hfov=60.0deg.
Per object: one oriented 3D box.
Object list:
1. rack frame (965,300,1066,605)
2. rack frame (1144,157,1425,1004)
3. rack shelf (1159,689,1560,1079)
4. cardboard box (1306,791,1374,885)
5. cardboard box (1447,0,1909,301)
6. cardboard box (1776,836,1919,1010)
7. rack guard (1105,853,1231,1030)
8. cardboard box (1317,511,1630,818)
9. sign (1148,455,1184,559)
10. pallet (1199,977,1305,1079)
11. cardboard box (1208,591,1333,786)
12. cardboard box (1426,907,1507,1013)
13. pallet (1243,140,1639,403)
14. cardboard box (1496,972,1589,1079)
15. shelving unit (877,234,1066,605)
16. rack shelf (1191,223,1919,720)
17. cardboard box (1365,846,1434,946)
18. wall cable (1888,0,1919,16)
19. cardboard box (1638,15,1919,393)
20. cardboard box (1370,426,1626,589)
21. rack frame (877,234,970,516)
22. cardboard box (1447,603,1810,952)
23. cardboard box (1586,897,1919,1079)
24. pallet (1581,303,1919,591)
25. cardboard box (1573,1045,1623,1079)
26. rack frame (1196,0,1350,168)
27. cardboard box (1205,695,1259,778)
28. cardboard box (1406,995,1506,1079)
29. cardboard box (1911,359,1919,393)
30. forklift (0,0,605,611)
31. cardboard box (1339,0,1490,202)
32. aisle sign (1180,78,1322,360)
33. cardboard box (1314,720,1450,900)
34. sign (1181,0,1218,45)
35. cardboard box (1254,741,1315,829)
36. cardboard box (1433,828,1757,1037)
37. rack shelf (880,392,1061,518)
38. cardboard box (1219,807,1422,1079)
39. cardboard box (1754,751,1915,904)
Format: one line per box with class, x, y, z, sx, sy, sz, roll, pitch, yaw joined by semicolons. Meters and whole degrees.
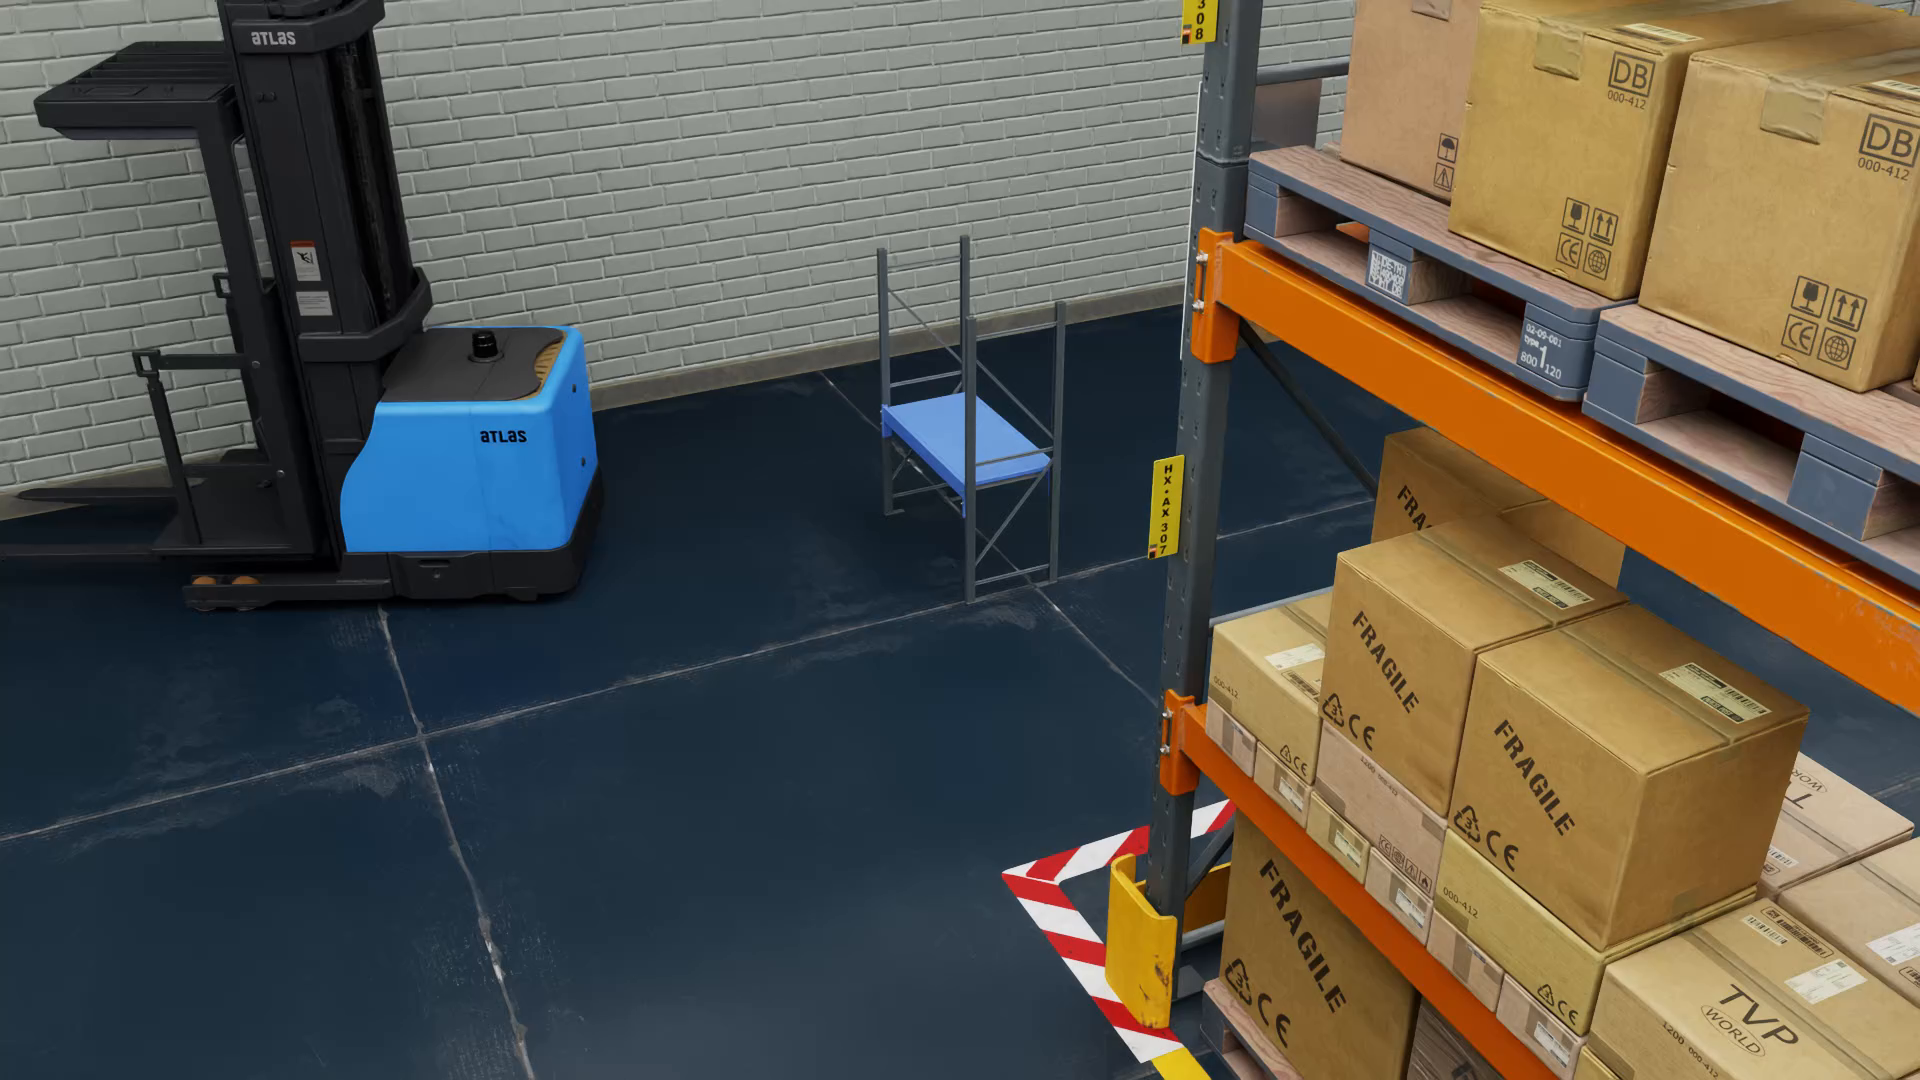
rack frame;0.255;-0.392;7.916;0.500;1.500;0.032;-13;32;-22
rack frame;1.109;0.204;5.320;1.000;3.000;0.127;-13;32;-22
rack shelf;1.968;1.401;3.920;1.077;0.370;4.000;-13;32;-22
cardboard box;1.185;0.765;4.575;0.380;0.149;0.250;-14;32;-23
cardboard box;1.513;-0.883;3.557;0.700;0.500;0.500;-14;32;-24
cardboard box;2.220;0.976;3.792;0.500;0.250;0.500;-13;32;-22
rack guard;1.099;1.283;5.950;1.175;0.500;0.348;-13;32;-22
cardboard box;1.286;0.302;4.227;0.500;0.500;0.500;-14;32;-23
sign;0.605;-0.095;4.886;0.100;0.325;0.005;-13;32;-22
pallet;1.523;1.757;5.401;1.003;0.211;1.213;-13;32;-22
cardboard box;1.071;0.408;4.805;0.500;0.250;0.500;-14;32;-23
cardboard box;1.406;0.993;4.169;0.380;0.149;0.250;-14;32;-23
pallet;1.437;-0.740;4.027;1.003;0.211;1.213;-13;32;-22
cardboard box;1.518;1.107;3.966;0.380;0.149;0.250;-13;32;-23
shelving unit;0.037;-0.616;8.316;0.538;1.500;1.048;-13;32;-22
rack shelf;1.968;0.093;3.187;1.077;0.370;4.000;-13;32;-22
cardboard box;1.298;0.880;4.370;0.380;0.149;0.250;-14;32;-23
wall cable;7.618;-4.820;13.208;0.585;1.953;0.123;-13;32;-22
cardboard box;1.779;-0.664;3.167;0.700;0.500;0.500;-15;33;-25
cardboard box;1.556;-0.028;4.815;0.500;0.500;0.500;-13;32;-21
rack frame;-0.182;-0.841;8.716;0.500;1.500;0.032;-13;32;-22
cardboard box;1.514;0.529;3.821;0.500;0.500;0.500;-14;32;-23
cardboard box;1.742;1.088;3.591;0.500;0.250;0.500;-14;32;-23
pallet;1.965;-0.201;3.065;1.003;0.211;1.213;-13;32;-22
cardboard box;1.625;1.219;3.767;0.380;0.149;0.250;-14;32;-23
rack frame;1.109;-2.413;3.853;1.000;3.000;0.127;-13;32;-22
cardboard box;0.963;0.539;4.978;0.380;0.149;0.250;-13;32;-21
cardboard box;1.847;1.615;4.546;0.875;0.875;0.875;-13;32;-22
cardboard box;2.113;-0.440;2.768;0.700;0.500;0.500;-12;31;-20
forklift;-3.418;-1.193;7.880;3.031;2.935;1.130;-1;29;-1
cardboard box;1.381;-1.157;4.045;0.700;0.500;0.500;-15;33;-25
aisle sign;0.807;-0.899;4.628;0.394;0.787;0.004;-13;32;-22
cardboard box;1.300;0.636;4.398;0.500;0.250;0.500;-13;32;-23
sign;0.605;-1.407;4.150;0.100;0.325;0.005;-13;32;-22
cardboard box;1.075;0.652;4.777;0.380;0.149;0.250;-14;32;-23
cardboard box;1.513;0.859;4.000;0.500;0.250;0.500;-14;32;-24
rack shelf;0.037;-0.460;8.404;0.538;0.185;1.000;-13;32;-22
cardboard box;1.456;1.213;5.263;0.875;0.875;0.875;-13;32;-22
cardboard box;1.993;0.747;4.201;0.500;0.250;0.500;-14;32;-24
